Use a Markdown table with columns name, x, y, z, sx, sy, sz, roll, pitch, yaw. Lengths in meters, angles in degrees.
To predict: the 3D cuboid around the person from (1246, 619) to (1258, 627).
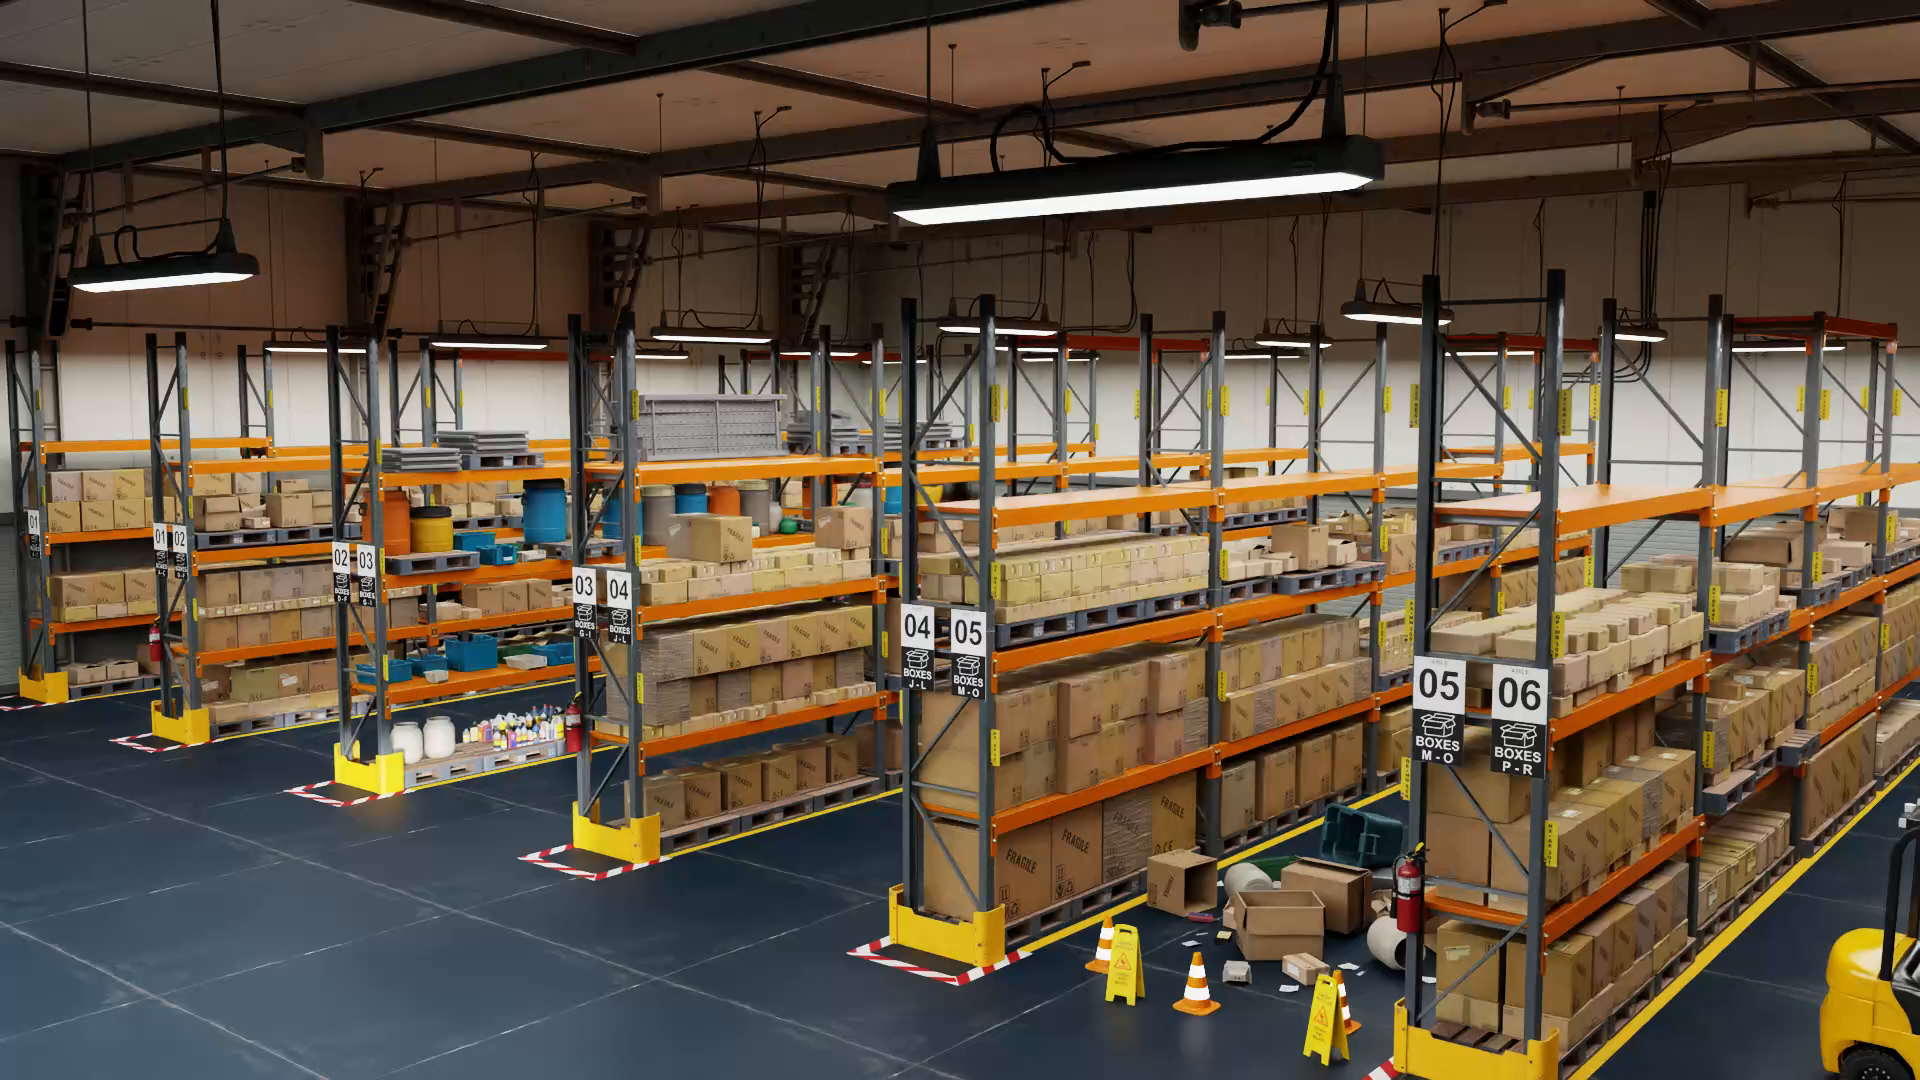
| name | x | y | z | sx | sy | sz | roll | pitch | yaw |
| --- | --- | --- | --- | --- | --- | --- | --- | --- | --- |
| person | 4.482 | 2.037 | 25.554 | 0.528 | 1.647 | 0.352 | -5 | 7 | -42 |
